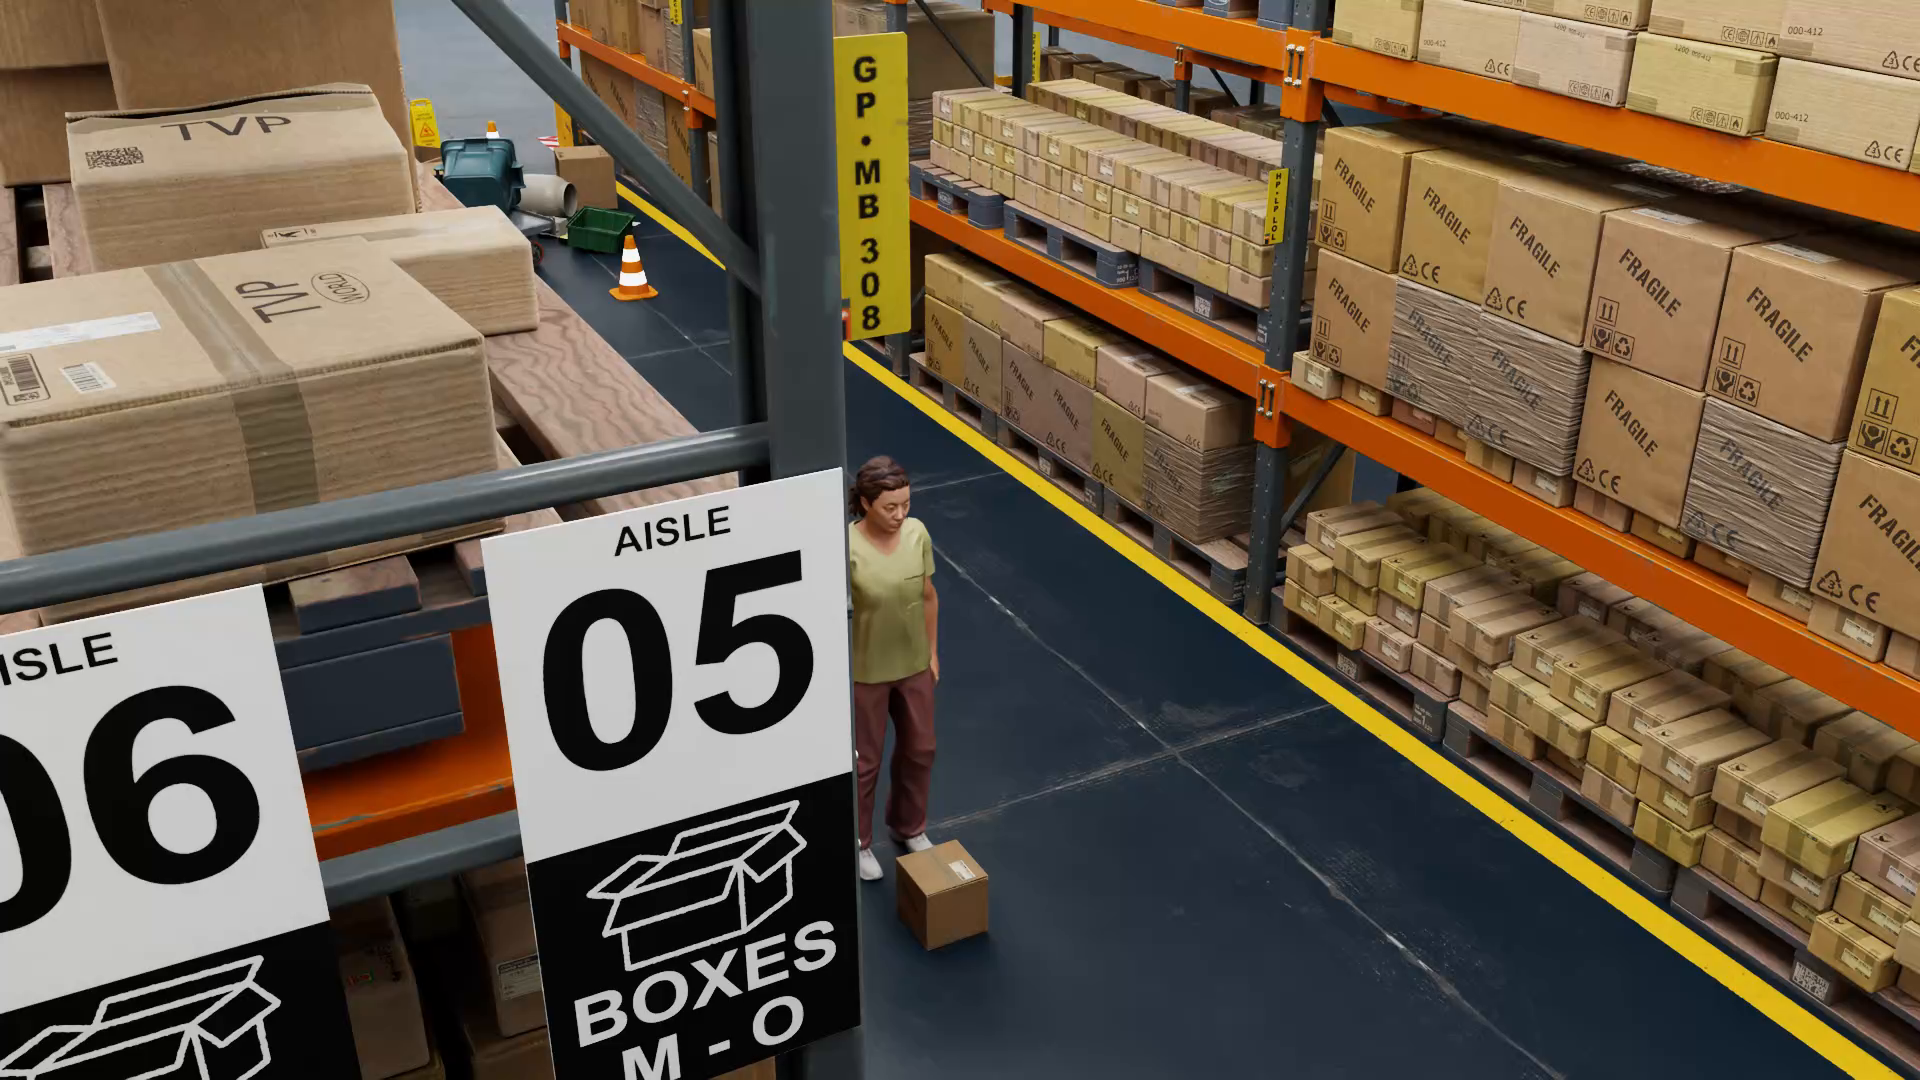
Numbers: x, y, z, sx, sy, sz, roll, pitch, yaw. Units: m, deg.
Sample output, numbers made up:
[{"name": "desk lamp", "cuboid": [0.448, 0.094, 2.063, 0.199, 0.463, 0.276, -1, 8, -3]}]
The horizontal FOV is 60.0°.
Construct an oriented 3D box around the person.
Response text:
[{"name": "person", "cuboid": [-0.275, 0.464, 6.154, 0.444, 1.673, 0.364, -12, 28, -24]}]
